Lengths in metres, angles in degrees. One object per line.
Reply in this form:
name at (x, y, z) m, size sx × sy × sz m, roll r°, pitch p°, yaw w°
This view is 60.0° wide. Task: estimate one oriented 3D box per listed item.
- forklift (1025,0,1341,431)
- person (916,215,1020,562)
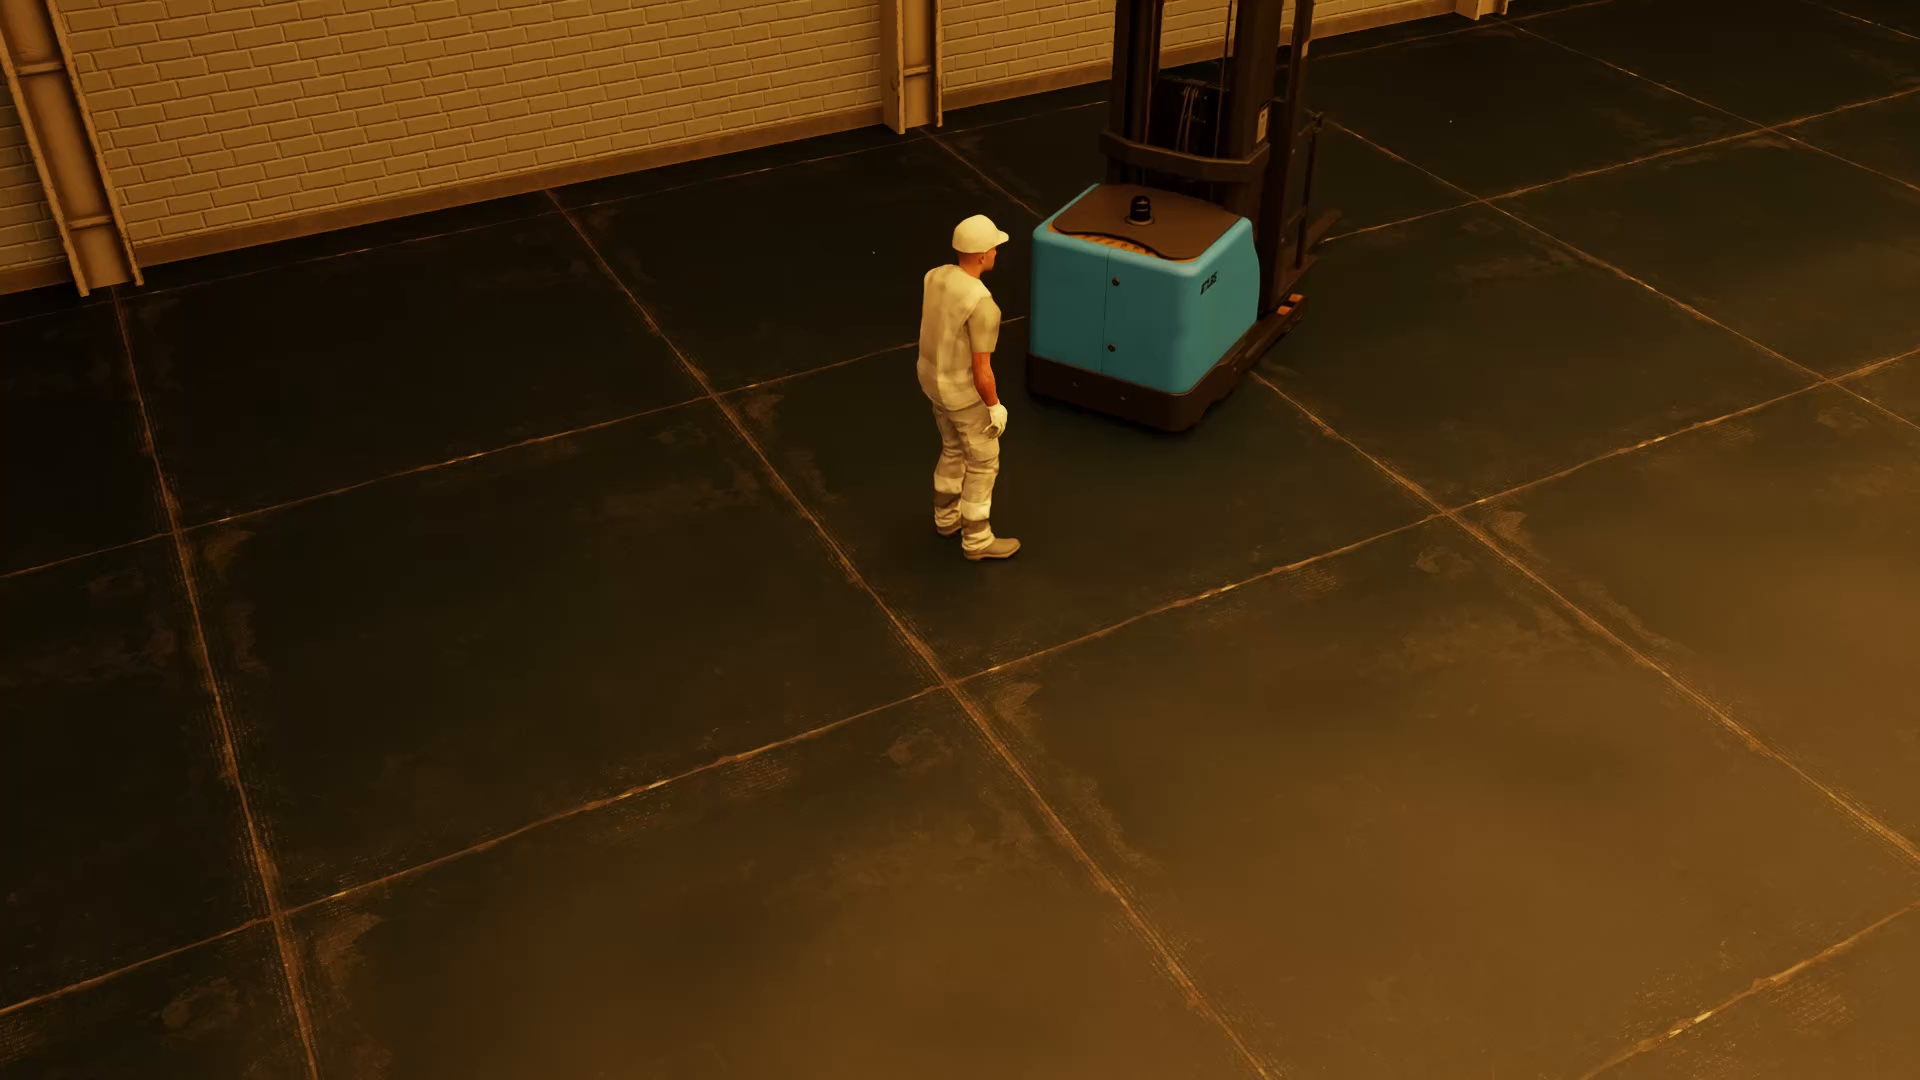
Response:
forklift at (1.572, -2.634, 9.849) m, size 1.130 × 2.935 × 3.031 m, roll 19°, pitch 39°, yaw 25°
person at (0.036, -0.741, 8.173) m, size 0.450 × 1.778 × 0.608 m, roll -18°, pitch 39°, yaw -24°
